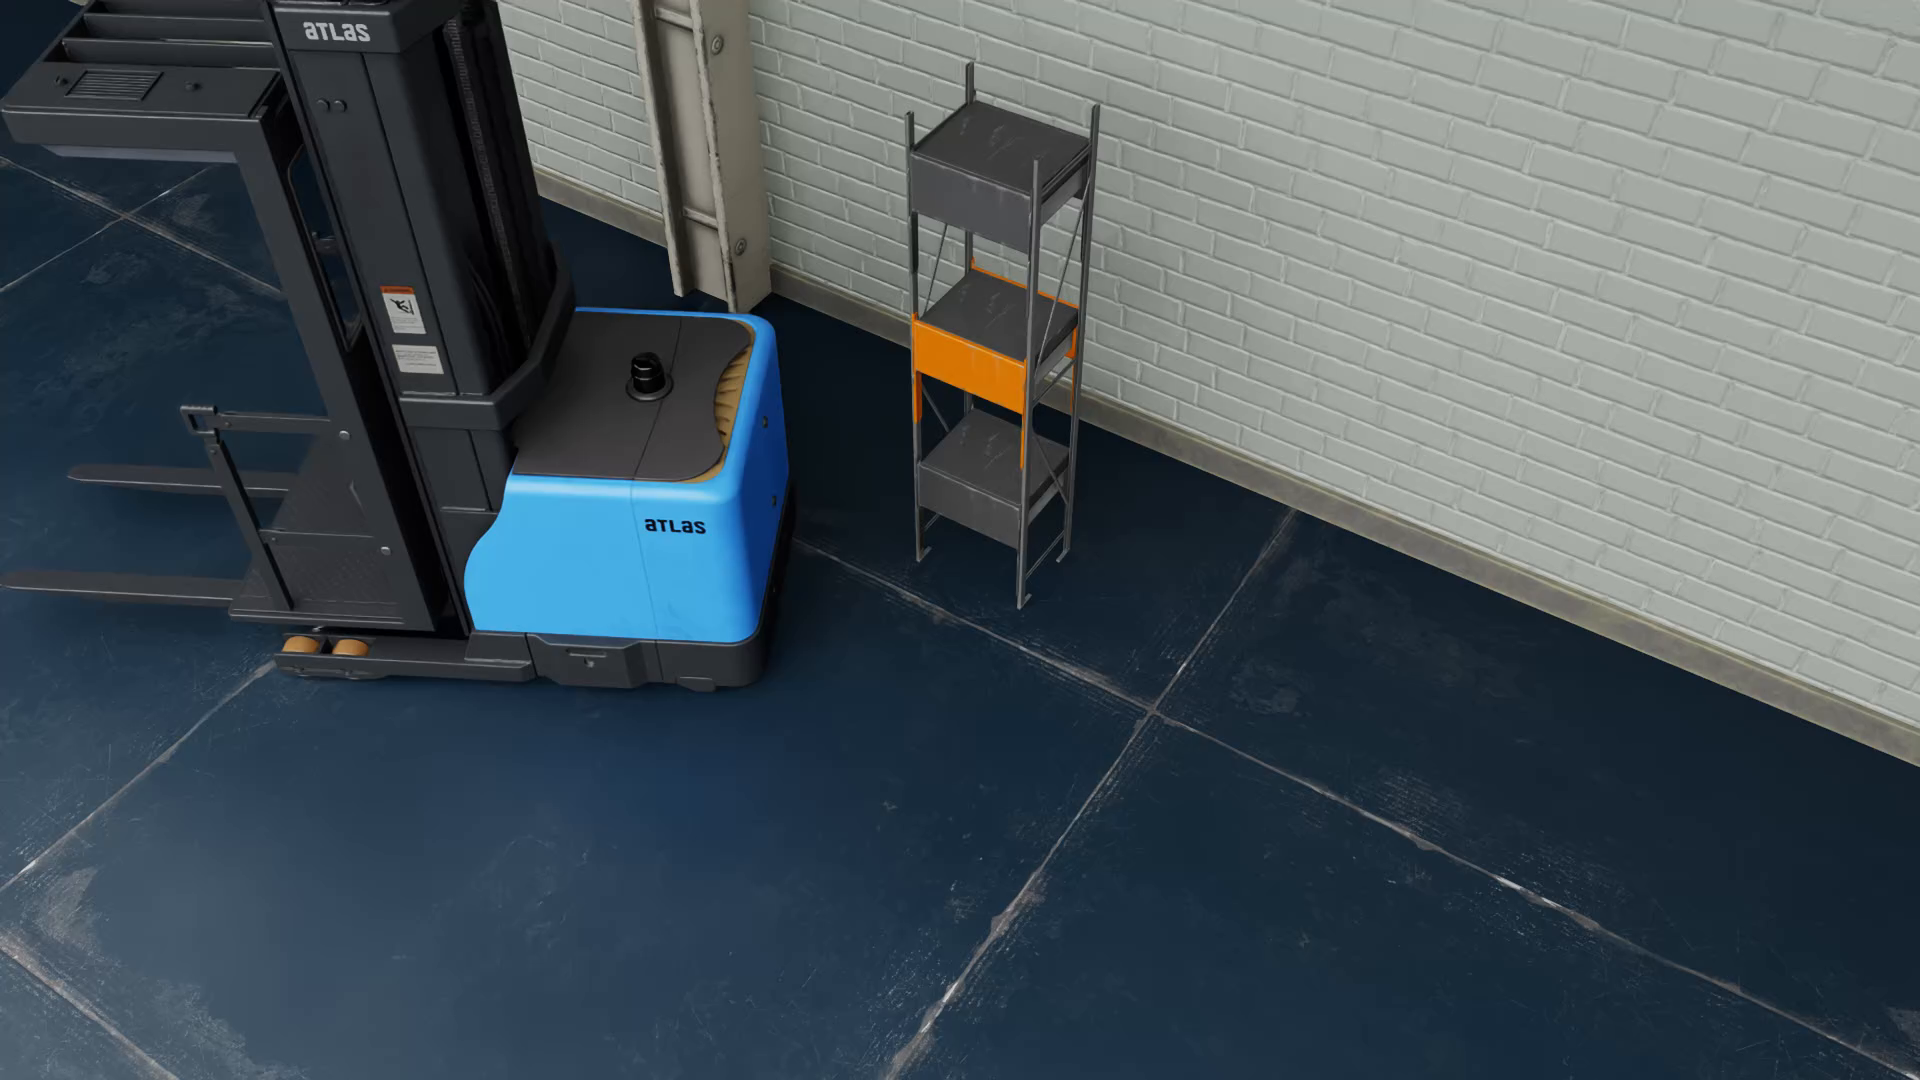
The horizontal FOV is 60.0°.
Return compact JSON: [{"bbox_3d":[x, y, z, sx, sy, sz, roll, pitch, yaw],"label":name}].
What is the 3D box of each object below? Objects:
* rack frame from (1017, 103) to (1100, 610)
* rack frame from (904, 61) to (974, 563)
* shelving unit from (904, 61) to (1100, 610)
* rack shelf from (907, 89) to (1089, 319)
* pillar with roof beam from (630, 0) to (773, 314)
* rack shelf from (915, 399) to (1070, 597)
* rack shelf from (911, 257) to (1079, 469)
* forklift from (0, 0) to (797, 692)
[{"bbox_3d":[0.345,-0.573,6.065,0.015,2.100,0.400,25,51,22],"label":"rack frame"},{"bbox_3d":[-0.066,-0.762,6.248,0.015,2.100,0.400,25,51,22],"label":"rack frame"},{"bbox_3d":[0.139,-0.668,6.157,0.503,2.100,0.431,25,51,22],"label":"shelving unit"},{"bbox_3d":[0.139,-1.146,5.664,0.480,0.518,0.431,25,51,22],"label":"rack shelf"},{"bbox_3d":[-3.478,-1.762,2.410,0.400,9.000,9.100,25,51,22],"label":"pillar with roof beam"},{"bbox_3d":[0.139,-0.170,6.668,0.480,0.518,0.431,25,51,22],"label":"rack shelf"},{"bbox_3d":[0.139,-0.658,6.166,0.480,0.518,0.431,25,51,22],"label":"rack shelf"},{"bbox_3d":[-2.226,-0.858,5.762,3.031,2.935,1.130,3,46,3],"label":"forklift"}]
